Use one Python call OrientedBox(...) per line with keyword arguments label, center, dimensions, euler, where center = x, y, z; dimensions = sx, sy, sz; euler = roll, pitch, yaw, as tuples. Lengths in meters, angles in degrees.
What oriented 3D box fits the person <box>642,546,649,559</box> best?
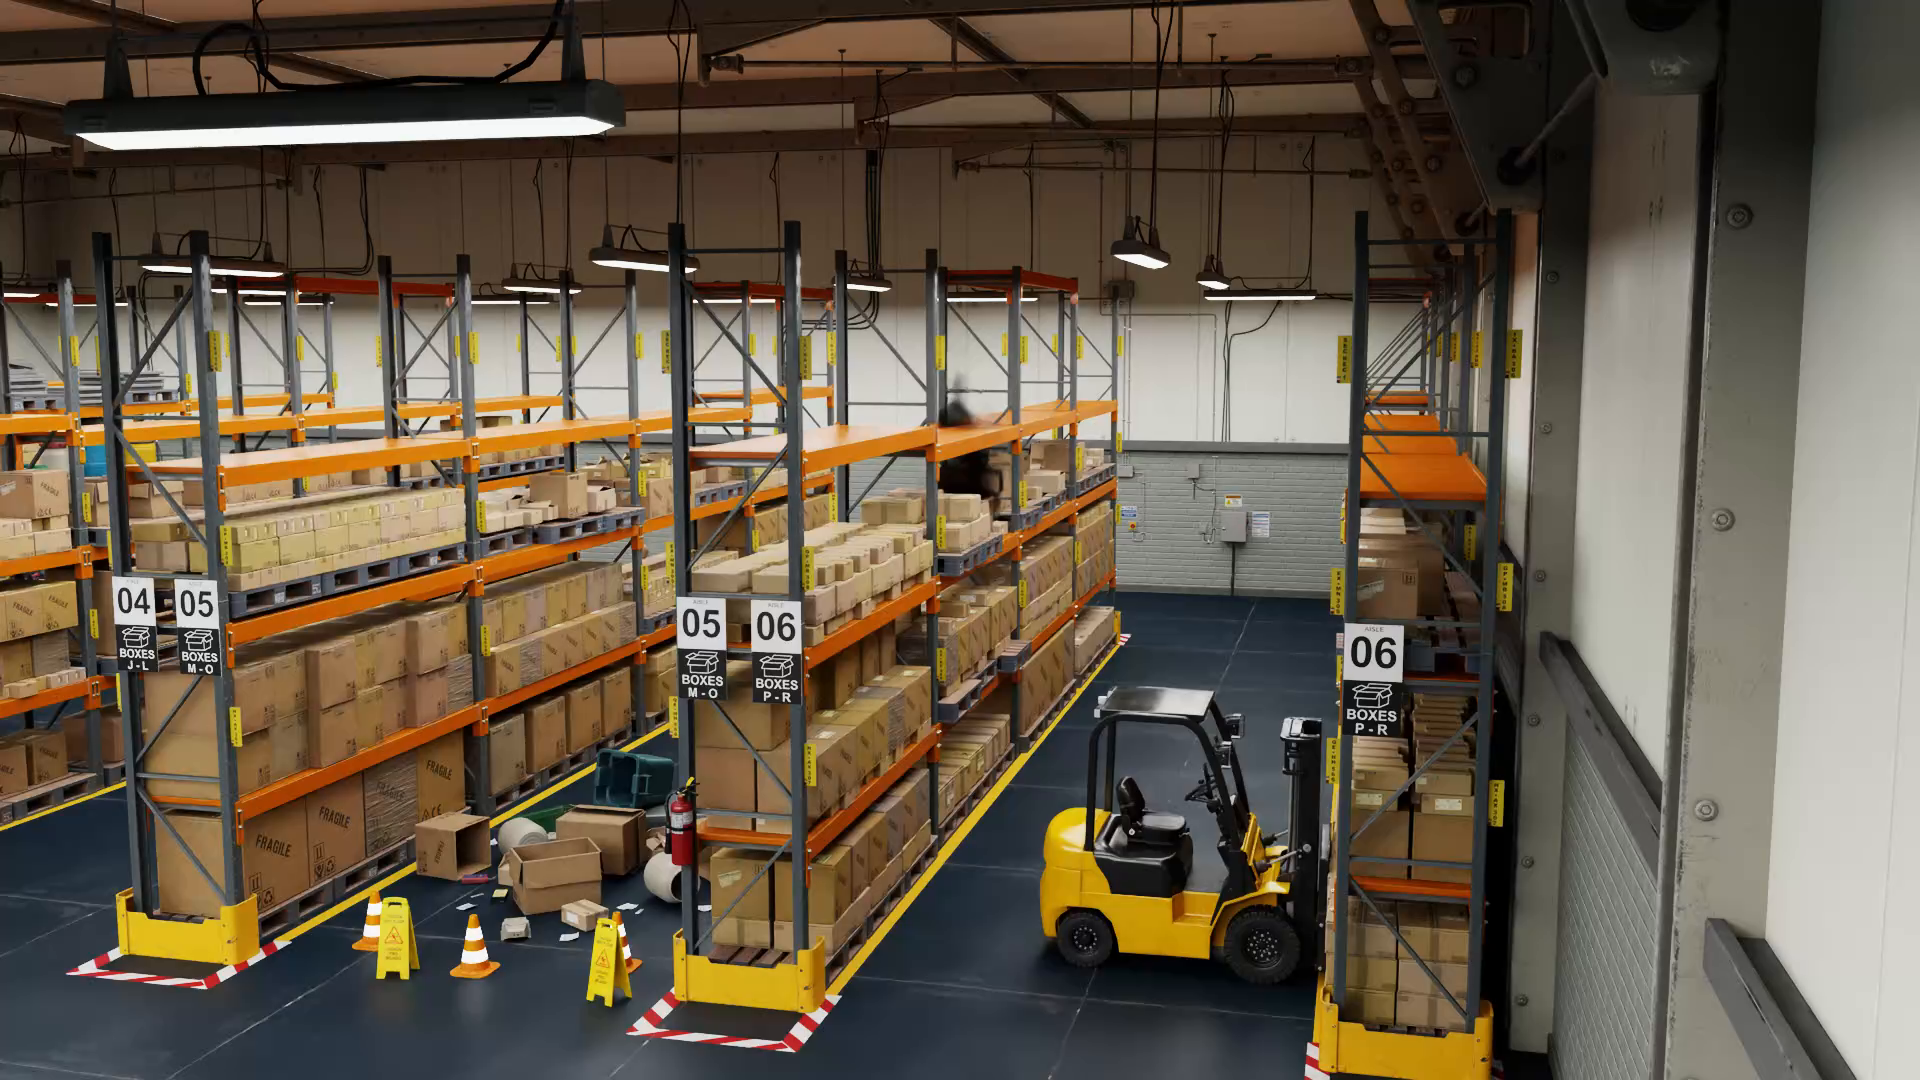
OrientedBox(label="person", center=(-5.120, 0.975, 27.188), dimensions=(0.718, 1.791, 1.045), euler=(3, 7, 22))
